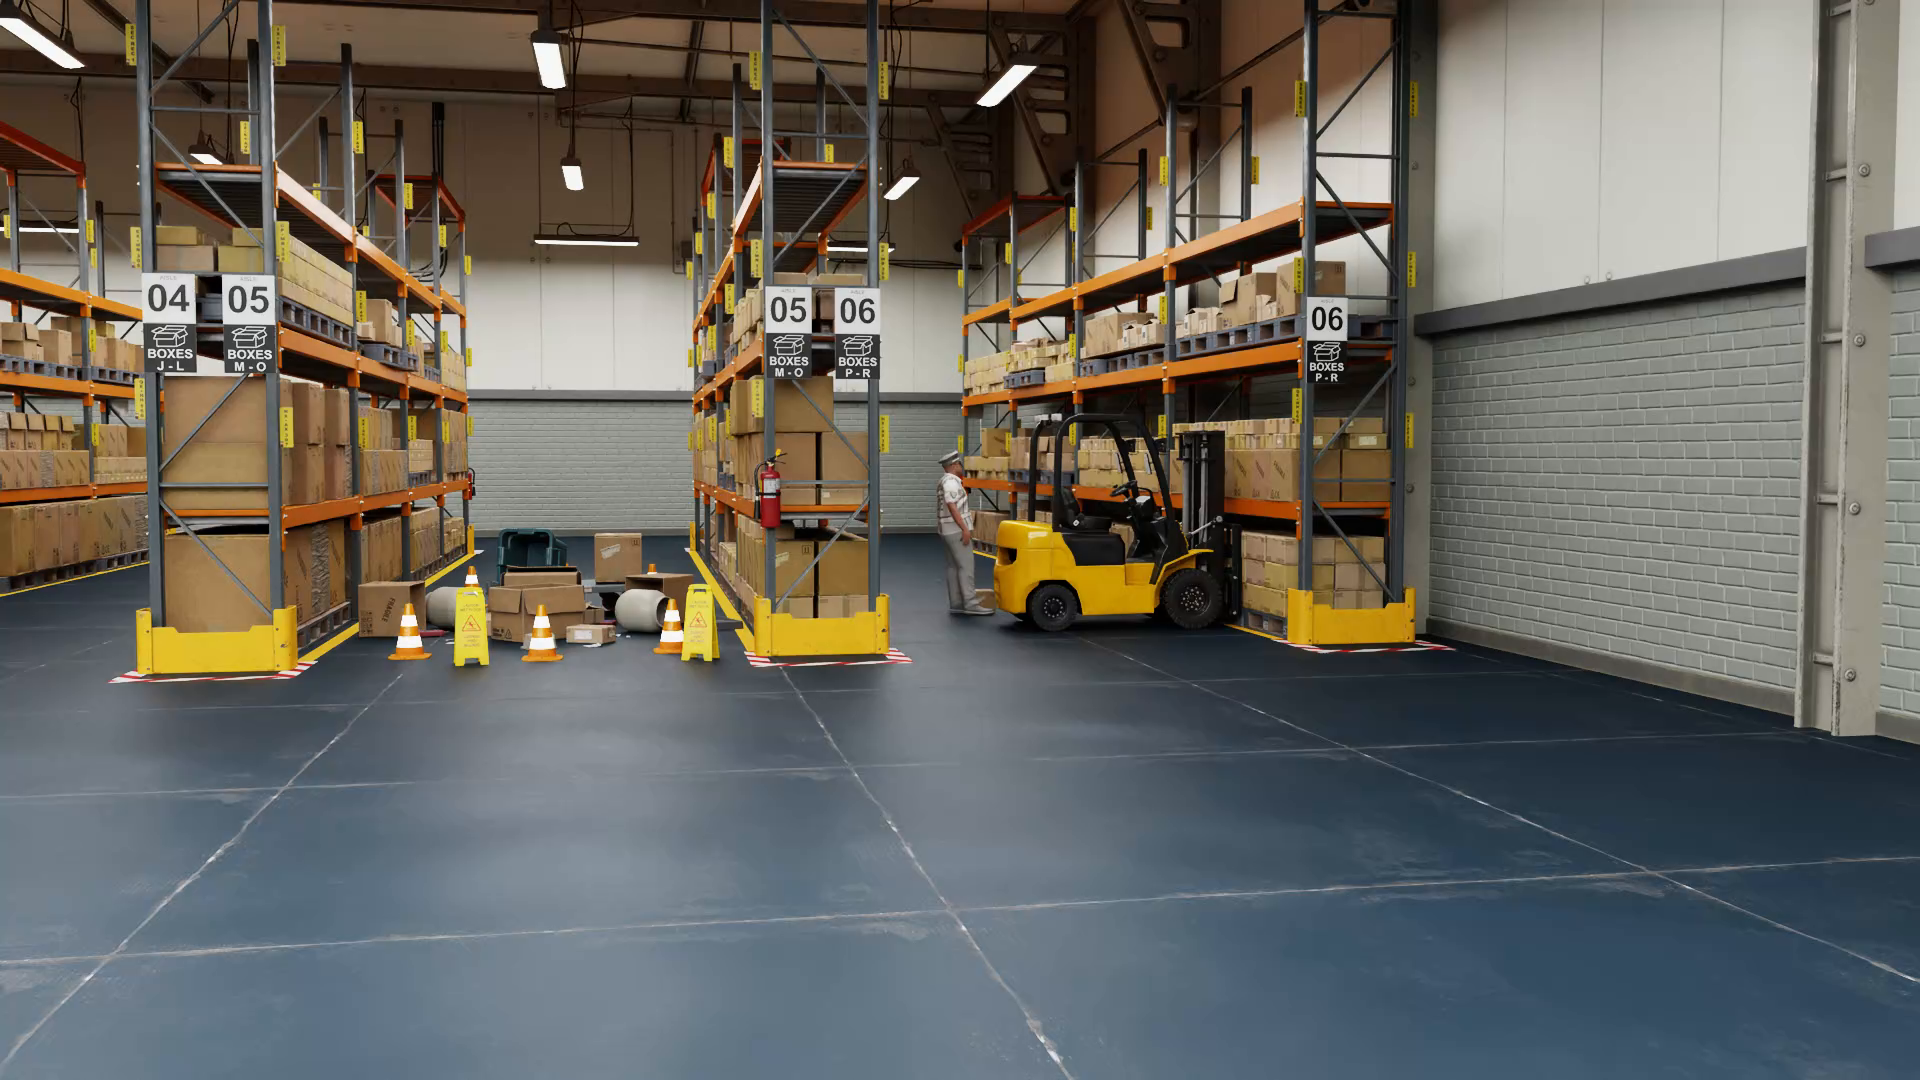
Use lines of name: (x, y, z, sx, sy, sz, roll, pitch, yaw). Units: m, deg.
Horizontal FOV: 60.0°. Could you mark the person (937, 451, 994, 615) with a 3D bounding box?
person: (0.040, -0.087, 18.271, 0.575, 1.778, 0.640, -1, 3, -11)
